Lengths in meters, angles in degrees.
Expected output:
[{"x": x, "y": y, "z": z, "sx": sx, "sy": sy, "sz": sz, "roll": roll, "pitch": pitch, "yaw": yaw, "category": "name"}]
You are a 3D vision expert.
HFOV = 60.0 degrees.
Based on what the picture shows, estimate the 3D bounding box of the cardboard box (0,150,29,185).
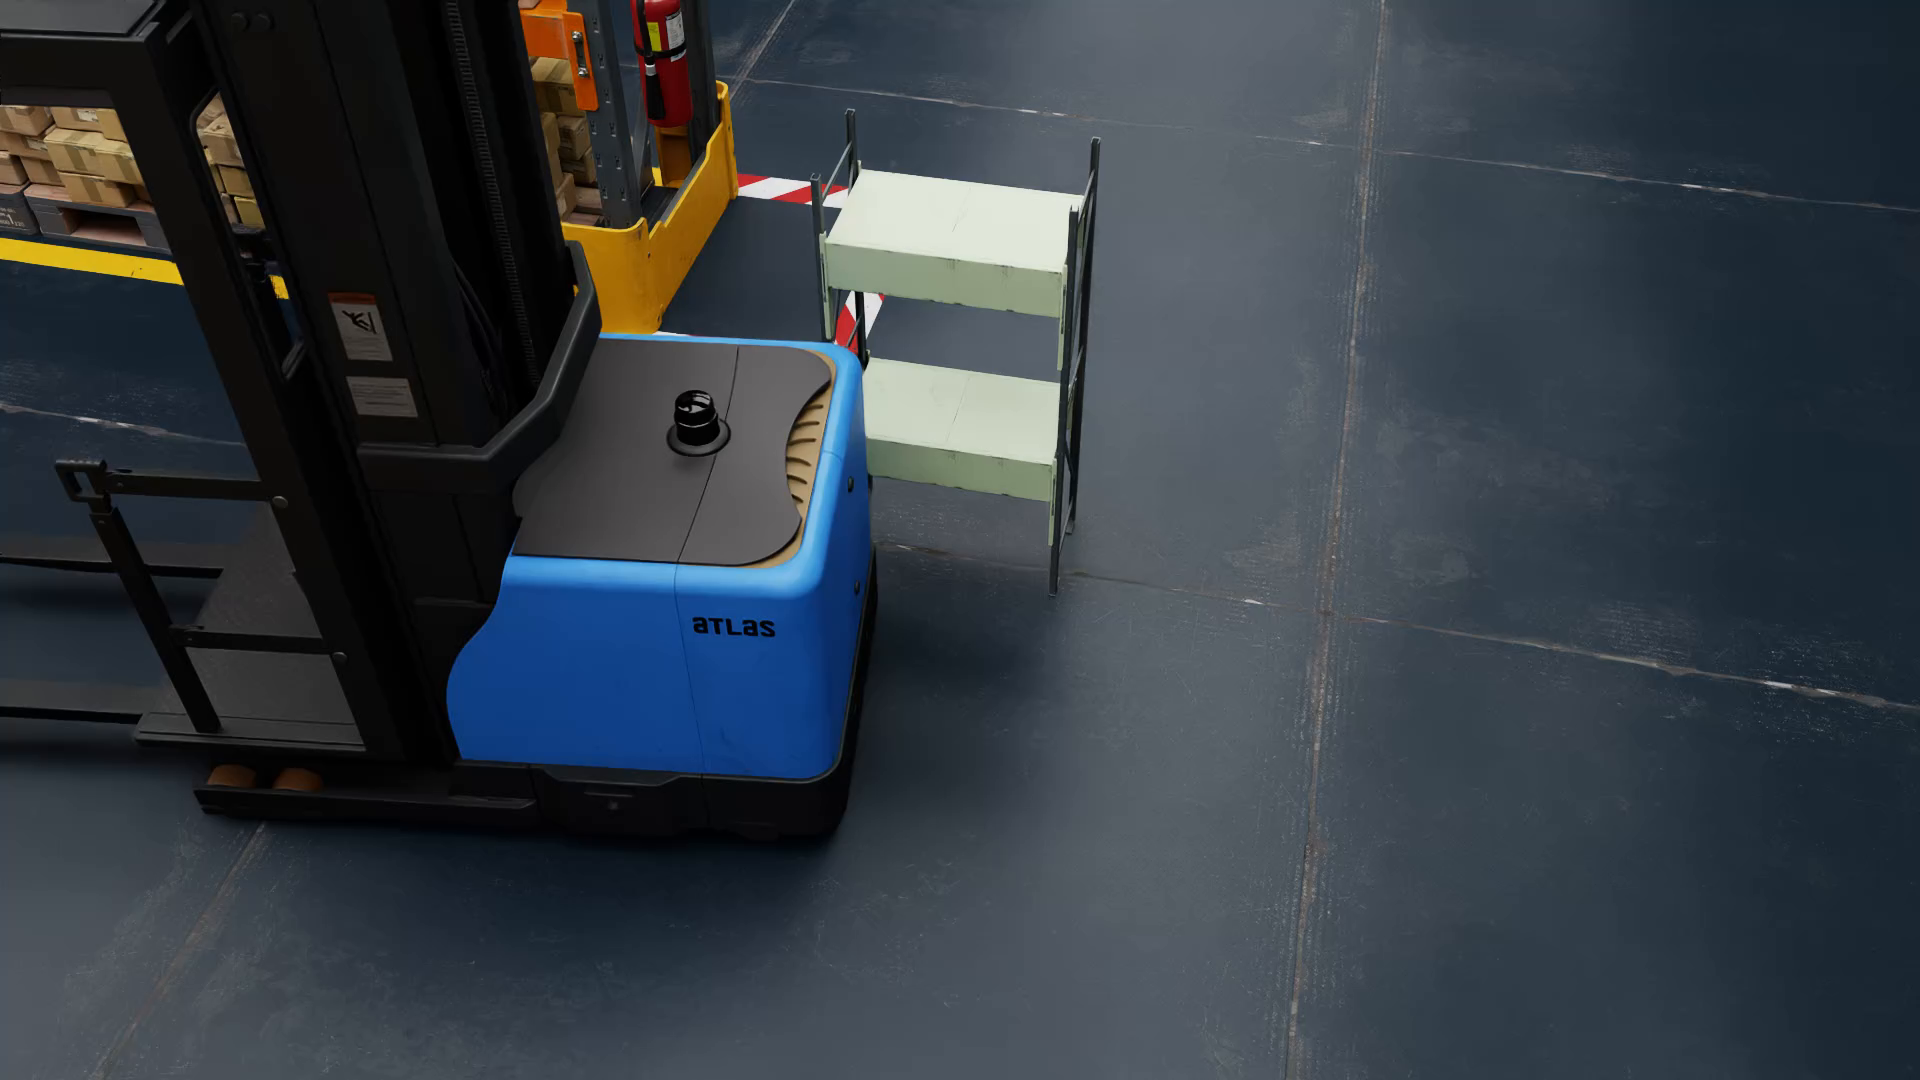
[{"x": -4.032, "y": -1.687, "z": 7.092, "sx": 0.250, "sy": 0.149, "sz": 0.380, "roll": 8, "pitch": 44, "yaw": 8, "category": "cardboard box"}]

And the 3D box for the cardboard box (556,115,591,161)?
[{"x": -1.641, "y": -1.761, "z": 6.955, "sx": 0.250, "sy": 0.149, "sz": 0.380, "roll": 11, "pitch": 45, "yaw": 11, "category": "cardboard box"}]

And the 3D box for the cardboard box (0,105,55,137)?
[{"x": -3.795, "y": -1.824, "z": 6.806, "sx": 0.250, "sy": 0.149, "sz": 0.380, "roll": 10, "pitch": 45, "yaw": 10, "category": "cardboard box"}]

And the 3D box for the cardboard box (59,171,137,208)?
[{"x": -3.529, "y": -1.565, "z": 6.966, "sx": 0.250, "sy": 0.149, "sz": 0.380, "roll": 8, "pitch": 44, "yaw": 8, "category": "cardboard box"}]

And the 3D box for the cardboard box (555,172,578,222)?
[{"x": -1.745, "y": -1.340, "z": 6.732, "sx": 0.250, "sy": 0.149, "sz": 0.380, "roll": 10, "pitch": 45, "yaw": 10, "category": "cardboard box"}]

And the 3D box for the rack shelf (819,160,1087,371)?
[{"x": -0.007, "y": -0.823, "z": 4.960, "sx": 0.720, "sy": 0.370, "sz": 0.431, "roll": 9, "pitch": 45, "yaw": 9, "category": "rack shelf"}]

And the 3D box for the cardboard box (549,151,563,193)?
[{"x": -1.764, "y": -1.395, "z": 6.575, "sx": 0.250, "sy": 0.149, "sz": 0.380, "roll": 8, "pitch": 44, "yaw": 8, "category": "cardboard box"}]

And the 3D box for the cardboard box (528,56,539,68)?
[{"x": -1.919, "y": -1.885, "z": 6.869, "sx": 0.250, "sy": 0.149, "sz": 0.380, "roll": 10, "pitch": 45, "yaw": 10, "category": "cardboard box"}]

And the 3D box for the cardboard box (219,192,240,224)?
[{"x": -3.026, "y": -1.488, "z": 6.886, "sx": 0.250, "sy": 0.149, "sz": 0.380, "roll": 10, "pitch": 45, "yaw": 10, "category": "cardboard box"}]

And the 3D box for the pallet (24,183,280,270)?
[{"x": -3.232, "y": -1.617, "z": 7.278, "sx": 1.213, "sy": 0.211, "sz": 1.003, "roll": 9, "pitch": 45, "yaw": 9, "category": "pallet"}]

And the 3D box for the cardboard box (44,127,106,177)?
[{"x": -3.535, "y": -1.671, "z": 6.861, "sx": 0.250, "sy": 0.149, "sz": 0.380, "roll": 9, "pitch": 45, "yaw": 9, "category": "cardboard box"}]

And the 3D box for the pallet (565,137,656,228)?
[{"x": -2.045, "y": -1.431, "z": 7.084, "sx": 1.213, "sy": 0.211, "sz": 1.003, "roll": 9, "pitch": 45, "yaw": 9, "category": "pallet"}]

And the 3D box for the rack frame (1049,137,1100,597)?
[{"x": 0.351, "y": -0.486, "z": 5.173, "sx": 0.023, "sy": 1.500, "sz": 0.400, "roll": 9, "pitch": 45, "yaw": 9, "category": "rack frame"}]

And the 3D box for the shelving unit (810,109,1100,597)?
[{"x": -0.007, "y": -0.541, "z": 5.231, "sx": 0.755, "sy": 1.500, "sz": 0.431, "roll": 9, "pitch": 45, "yaw": 9, "category": "shelving unit"}]

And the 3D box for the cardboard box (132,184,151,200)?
[{"x": -3.257, "y": -1.577, "z": 6.978, "sx": 0.250, "sy": 0.149, "sz": 0.380, "roll": 10, "pitch": 45, "yaw": 10, "category": "cardboard box"}]

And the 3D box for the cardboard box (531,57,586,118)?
[{"x": -1.623, "y": -1.925, "z": 6.910, "sx": 0.250, "sy": 0.149, "sz": 0.380, "roll": 7, "pitch": 44, "yaw": 7, "category": "cardboard box"}]

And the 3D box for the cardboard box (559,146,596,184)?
[{"x": -1.628, "y": -1.697, "z": 7.103, "sx": 0.250, "sy": 0.149, "sz": 0.380, "roll": 10, "pitch": 45, "yaw": 10, "category": "cardboard box"}]

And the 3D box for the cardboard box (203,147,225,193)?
[{"x": -3.025, "y": -1.593, "z": 6.781, "sx": 0.250, "sy": 0.149, "sz": 0.380, "roll": 11, "pitch": 45, "yaw": 11, "category": "cardboard box"}]

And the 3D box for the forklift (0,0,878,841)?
[{"x": -1.811, "y": -0.594, "z": 4.254, "sx": 3.031, "sy": 2.935, "sz": 1.130, "roll": 3, "pitch": 44, "yaw": 3, "category": "forklift"}]

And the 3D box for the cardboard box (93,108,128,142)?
[{"x": -3.279, "y": -1.775, "z": 6.755, "sx": 0.250, "sy": 0.149, "sz": 0.380, "roll": 9, "pitch": 45, "yaw": 9, "category": "cardboard box"}]

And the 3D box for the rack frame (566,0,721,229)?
[{"x": -1.186, "y": -2.277, "z": 5.952, "sx": 0.127, "sy": 3.000, "sz": 1.000, "roll": 9, "pitch": 45, "yaw": 9, "category": "rack frame"}]

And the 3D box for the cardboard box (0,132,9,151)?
[{"x": -4.031, "y": -1.809, "z": 7.005, "sx": 0.250, "sy": 0.149, "sz": 0.380, "roll": 7, "pitch": 44, "yaw": 7, "category": "cardboard box"}]

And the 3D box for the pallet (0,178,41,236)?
[{"x": -4.427, "y": -1.800, "z": 7.468, "sx": 1.213, "sy": 0.211, "sz": 1.003, "roll": 9, "pitch": 45, "yaw": 9, "category": "pallet"}]

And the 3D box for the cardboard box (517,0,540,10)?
[{"x": -1.566, "y": -2.044, "z": 5.892, "sx": 0.250, "sy": 0.149, "sz": 0.380, "roll": 9, "pitch": 45, "yaw": 9, "category": "cardboard box"}]

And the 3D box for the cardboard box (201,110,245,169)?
[{"x": -2.784, "y": -1.639, "z": 6.614, "sx": 0.250, "sy": 0.149, "sz": 0.380, "roll": 10, "pitch": 45, "yaw": 11, "category": "cardboard box"}]

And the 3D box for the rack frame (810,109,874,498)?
[{"x": -0.364, "y": -0.597, "z": 5.289, "sx": 0.023, "sy": 1.500, "sz": 0.400, "roll": 9, "pitch": 45, "yaw": 9, "category": "rack frame"}]

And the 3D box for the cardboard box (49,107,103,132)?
[{"x": -3.511, "y": -1.839, "z": 6.821, "sx": 0.250, "sy": 0.149, "sz": 0.380, "roll": 7, "pitch": 44, "yaw": 7, "category": "cardboard box"}]

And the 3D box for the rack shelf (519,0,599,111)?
[{"x": -3.138, "y": -2.320, "z": 6.517, "sx": 4.000, "sy": 0.370, "sz": 1.077, "roll": 9, "pitch": 45, "yaw": 9, "category": "rack shelf"}]

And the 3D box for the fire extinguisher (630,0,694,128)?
[{"x": -1.041, "y": -1.764, "z": 5.744, "sx": 0.183, "sy": 0.674, "sz": 0.296, "roll": 9, "pitch": 45, "yaw": 9, "category": "fire extinguisher"}]

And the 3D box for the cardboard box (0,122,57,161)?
[{"x": -3.768, "y": -1.752, "z": 6.946, "sx": 0.250, "sy": 0.149, "sz": 0.380, "roll": 11, "pitch": 45, "yaw": 11, "category": "cardboard box"}]

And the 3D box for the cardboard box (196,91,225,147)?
[{"x": -3.018, "y": -1.754, "z": 6.733, "sx": 0.250, "sy": 0.149, "sz": 0.380, "roll": 7, "pitch": 44, "yaw": 8, "category": "cardboard box"}]

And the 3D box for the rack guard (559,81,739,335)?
[{"x": -1.260, "y": -1.388, "z": 6.831, "sx": 0.348, "sy": 0.500, "sz": 1.175, "roll": 9, "pitch": 45, "yaw": 9, "category": "rack guard"}]

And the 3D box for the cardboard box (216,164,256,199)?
[{"x": -2.779, "y": -1.542, "z": 6.728, "sx": 0.250, "sy": 0.149, "sz": 0.380, "roll": 9, "pitch": 45, "yaw": 10, "category": "cardboard box"}]

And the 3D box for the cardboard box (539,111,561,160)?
[{"x": -1.758, "y": -1.524, "z": 6.494, "sx": 0.250, "sy": 0.149, "sz": 0.380, "roll": 9, "pitch": 45, "yaw": 10, "category": "cardboard box"}]

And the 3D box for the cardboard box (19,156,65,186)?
[{"x": -3.762, "y": -1.670, "z": 7.075, "sx": 0.250, "sy": 0.149, "sz": 0.380, "roll": 7, "pitch": 44, "yaw": 7, "category": "cardboard box"}]

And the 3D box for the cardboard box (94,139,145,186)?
[{"x": -3.300, "y": -1.616, "z": 6.805, "sx": 0.250, "sy": 0.149, "sz": 0.380, "roll": 9, "pitch": 45, "yaw": 9, "category": "cardboard box"}]

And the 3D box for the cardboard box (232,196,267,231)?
[{"x": -2.764, "y": -1.433, "z": 6.829, "sx": 0.250, "sy": 0.149, "sz": 0.380, "roll": 7, "pitch": 44, "yaw": 7, "category": "cardboard box"}]

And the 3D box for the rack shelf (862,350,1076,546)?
[{"x": -0.007, "y": -0.306, "z": 5.457, "sx": 0.720, "sy": 0.370, "sz": 0.431, "roll": 9, "pitch": 45, "yaw": 9, "category": "rack shelf"}]
